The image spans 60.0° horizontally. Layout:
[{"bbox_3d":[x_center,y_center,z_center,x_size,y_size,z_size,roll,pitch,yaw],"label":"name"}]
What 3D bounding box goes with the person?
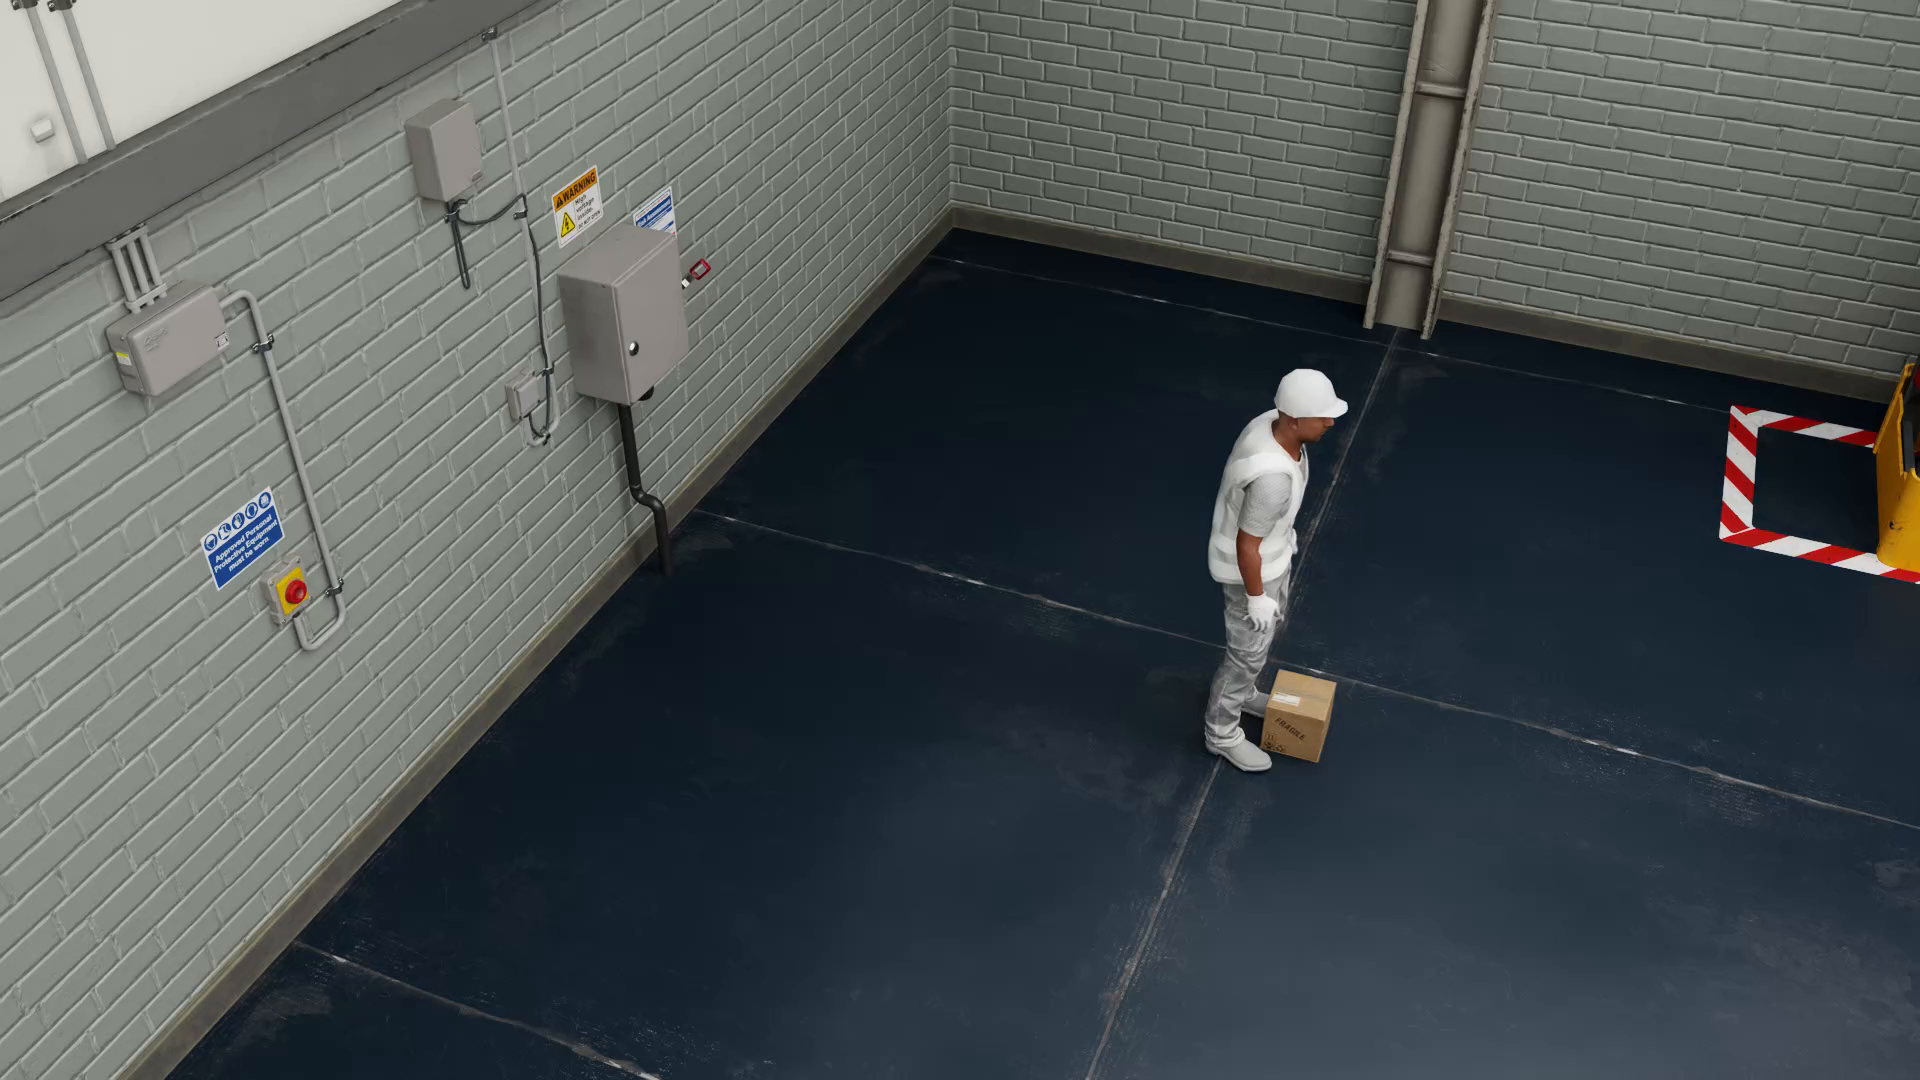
[{"bbox_3d":[1.227,0.088,6.693,0.443,1.776,0.630,12,39,15],"label":"person"}]
